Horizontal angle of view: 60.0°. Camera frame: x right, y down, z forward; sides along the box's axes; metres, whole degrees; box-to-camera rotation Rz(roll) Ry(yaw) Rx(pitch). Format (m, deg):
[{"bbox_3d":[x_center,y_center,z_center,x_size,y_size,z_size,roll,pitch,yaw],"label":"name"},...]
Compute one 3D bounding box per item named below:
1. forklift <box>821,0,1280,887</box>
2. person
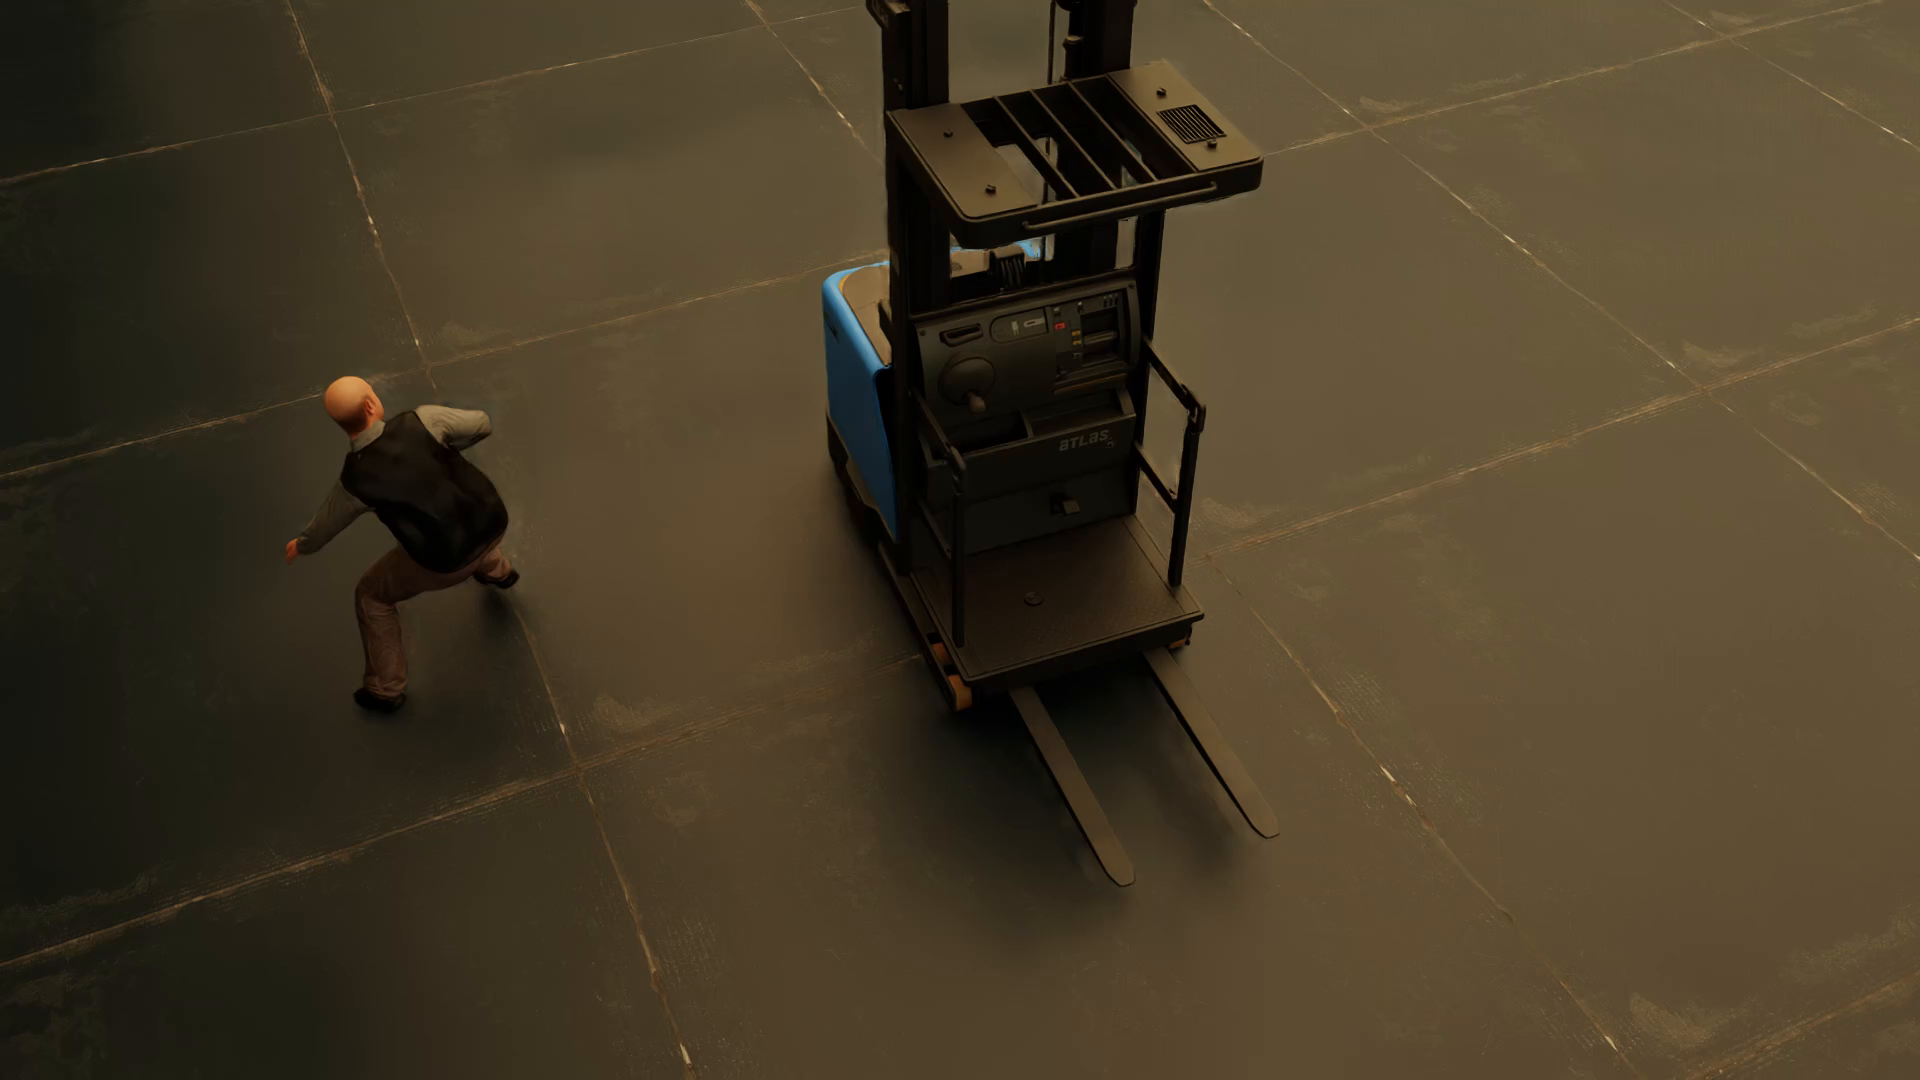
[{"bbox_3d":[0.357,-0.674,6.403,1.130,2.935,3.031,-15,45,-15],"label":"forklift"},{"bbox_3d":[-2.302,-0.053,6.857,0.764,1.505,0.891,27,49,26],"label":"person"}]
